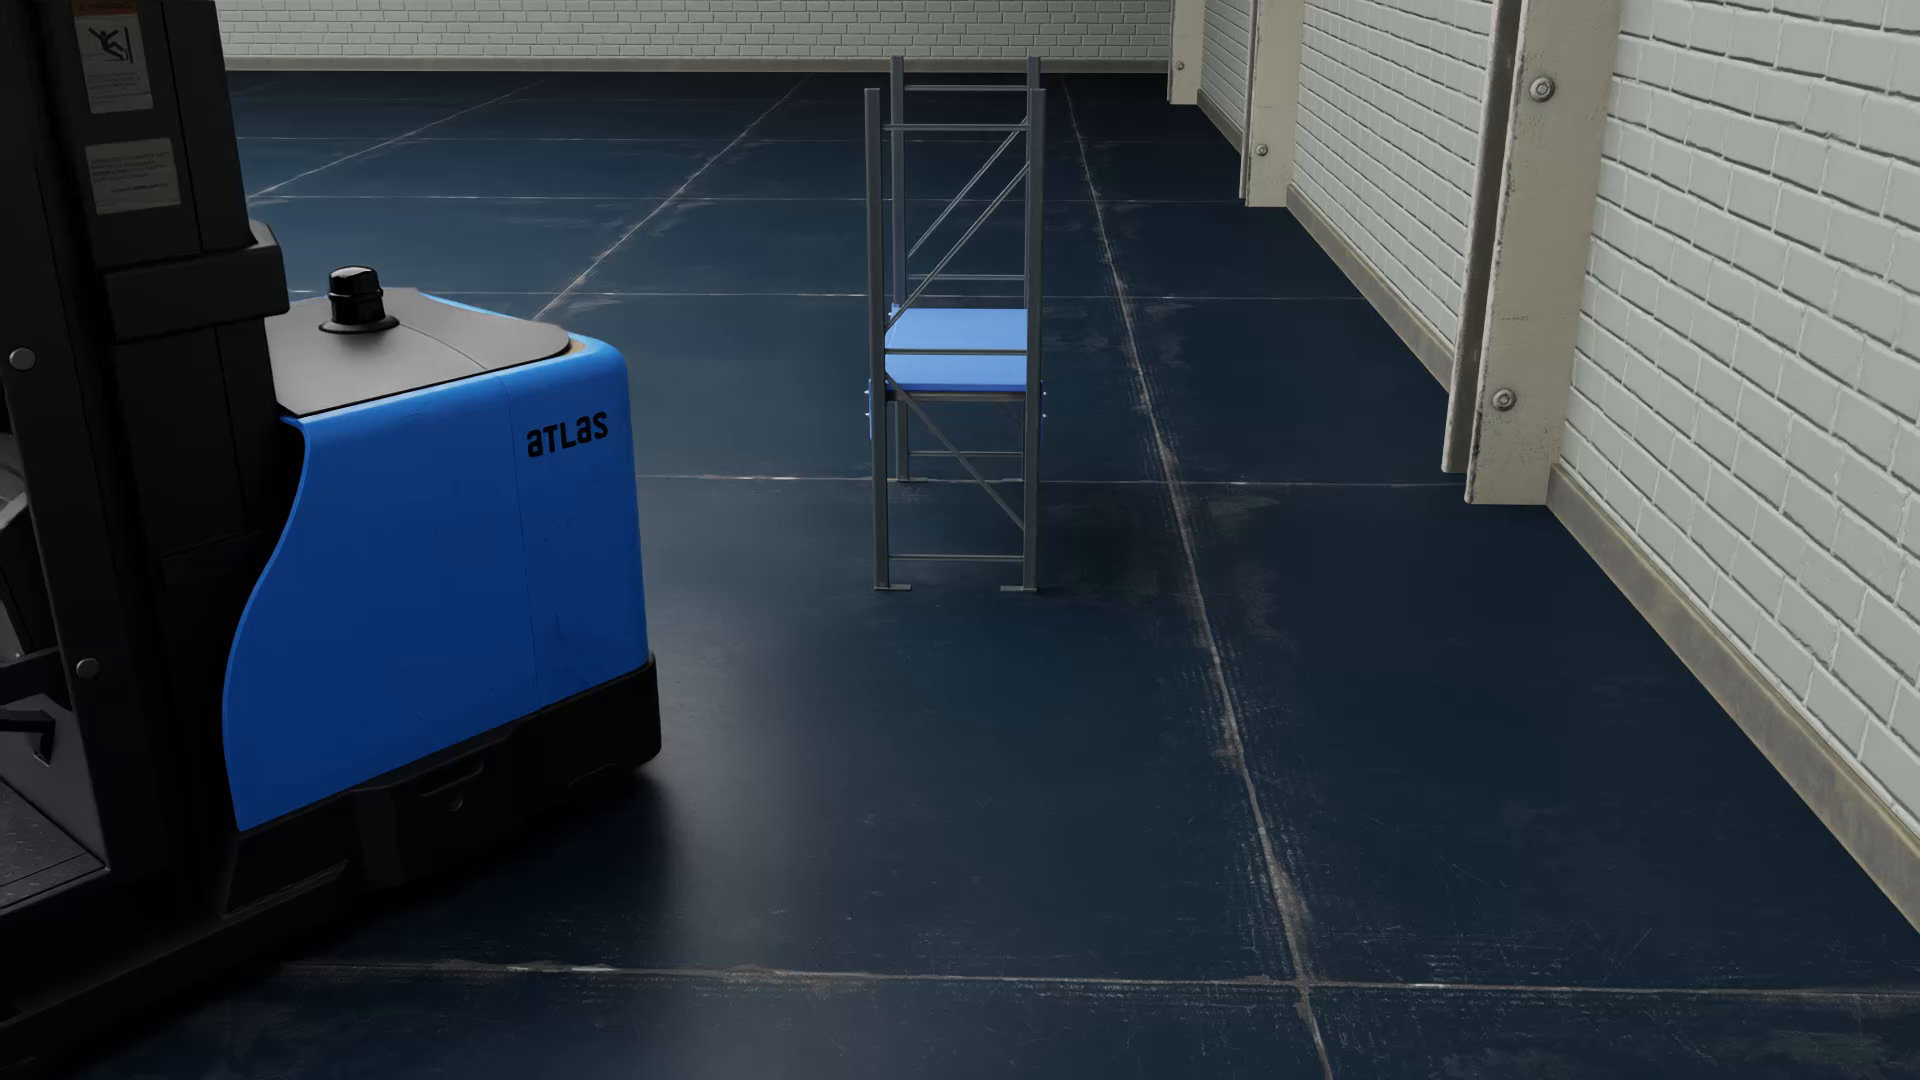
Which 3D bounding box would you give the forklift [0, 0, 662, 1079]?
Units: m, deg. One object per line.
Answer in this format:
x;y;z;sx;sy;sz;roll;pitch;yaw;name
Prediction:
-2.071;-0.509;2.790;1.130;2.935;3.031;18;27;38;forklift

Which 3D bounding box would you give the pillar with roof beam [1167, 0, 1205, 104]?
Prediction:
-1.989;-8.779;15.714;9.100;9.000;0.400;1;21;2;pillar with roof beam

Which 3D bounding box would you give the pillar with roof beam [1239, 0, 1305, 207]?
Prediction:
-2.171;-6.610;10.123;9.100;9.000;0.400;1;21;2;pillar with roof beam

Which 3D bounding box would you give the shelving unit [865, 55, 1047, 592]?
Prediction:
0.003;-0.730;5.337;0.538;1.500;1.048;1;21;2;shelving unit

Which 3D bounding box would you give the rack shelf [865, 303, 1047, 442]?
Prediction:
0.003;-0.562;5.402;0.538;0.185;1.000;1;21;2;rack shelf

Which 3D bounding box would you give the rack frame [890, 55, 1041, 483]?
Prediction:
0.018;-0.914;5.811;0.500;1.500;0.032;1;21;2;rack frame

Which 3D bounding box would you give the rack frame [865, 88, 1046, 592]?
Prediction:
-0.013;-0.546;4.863;0.500;1.500;0.032;1;21;2;rack frame

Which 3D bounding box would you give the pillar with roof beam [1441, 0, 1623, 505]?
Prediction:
-2.354;-4.440;4.532;9.100;9.000;0.400;1;21;2;pillar with roof beam
